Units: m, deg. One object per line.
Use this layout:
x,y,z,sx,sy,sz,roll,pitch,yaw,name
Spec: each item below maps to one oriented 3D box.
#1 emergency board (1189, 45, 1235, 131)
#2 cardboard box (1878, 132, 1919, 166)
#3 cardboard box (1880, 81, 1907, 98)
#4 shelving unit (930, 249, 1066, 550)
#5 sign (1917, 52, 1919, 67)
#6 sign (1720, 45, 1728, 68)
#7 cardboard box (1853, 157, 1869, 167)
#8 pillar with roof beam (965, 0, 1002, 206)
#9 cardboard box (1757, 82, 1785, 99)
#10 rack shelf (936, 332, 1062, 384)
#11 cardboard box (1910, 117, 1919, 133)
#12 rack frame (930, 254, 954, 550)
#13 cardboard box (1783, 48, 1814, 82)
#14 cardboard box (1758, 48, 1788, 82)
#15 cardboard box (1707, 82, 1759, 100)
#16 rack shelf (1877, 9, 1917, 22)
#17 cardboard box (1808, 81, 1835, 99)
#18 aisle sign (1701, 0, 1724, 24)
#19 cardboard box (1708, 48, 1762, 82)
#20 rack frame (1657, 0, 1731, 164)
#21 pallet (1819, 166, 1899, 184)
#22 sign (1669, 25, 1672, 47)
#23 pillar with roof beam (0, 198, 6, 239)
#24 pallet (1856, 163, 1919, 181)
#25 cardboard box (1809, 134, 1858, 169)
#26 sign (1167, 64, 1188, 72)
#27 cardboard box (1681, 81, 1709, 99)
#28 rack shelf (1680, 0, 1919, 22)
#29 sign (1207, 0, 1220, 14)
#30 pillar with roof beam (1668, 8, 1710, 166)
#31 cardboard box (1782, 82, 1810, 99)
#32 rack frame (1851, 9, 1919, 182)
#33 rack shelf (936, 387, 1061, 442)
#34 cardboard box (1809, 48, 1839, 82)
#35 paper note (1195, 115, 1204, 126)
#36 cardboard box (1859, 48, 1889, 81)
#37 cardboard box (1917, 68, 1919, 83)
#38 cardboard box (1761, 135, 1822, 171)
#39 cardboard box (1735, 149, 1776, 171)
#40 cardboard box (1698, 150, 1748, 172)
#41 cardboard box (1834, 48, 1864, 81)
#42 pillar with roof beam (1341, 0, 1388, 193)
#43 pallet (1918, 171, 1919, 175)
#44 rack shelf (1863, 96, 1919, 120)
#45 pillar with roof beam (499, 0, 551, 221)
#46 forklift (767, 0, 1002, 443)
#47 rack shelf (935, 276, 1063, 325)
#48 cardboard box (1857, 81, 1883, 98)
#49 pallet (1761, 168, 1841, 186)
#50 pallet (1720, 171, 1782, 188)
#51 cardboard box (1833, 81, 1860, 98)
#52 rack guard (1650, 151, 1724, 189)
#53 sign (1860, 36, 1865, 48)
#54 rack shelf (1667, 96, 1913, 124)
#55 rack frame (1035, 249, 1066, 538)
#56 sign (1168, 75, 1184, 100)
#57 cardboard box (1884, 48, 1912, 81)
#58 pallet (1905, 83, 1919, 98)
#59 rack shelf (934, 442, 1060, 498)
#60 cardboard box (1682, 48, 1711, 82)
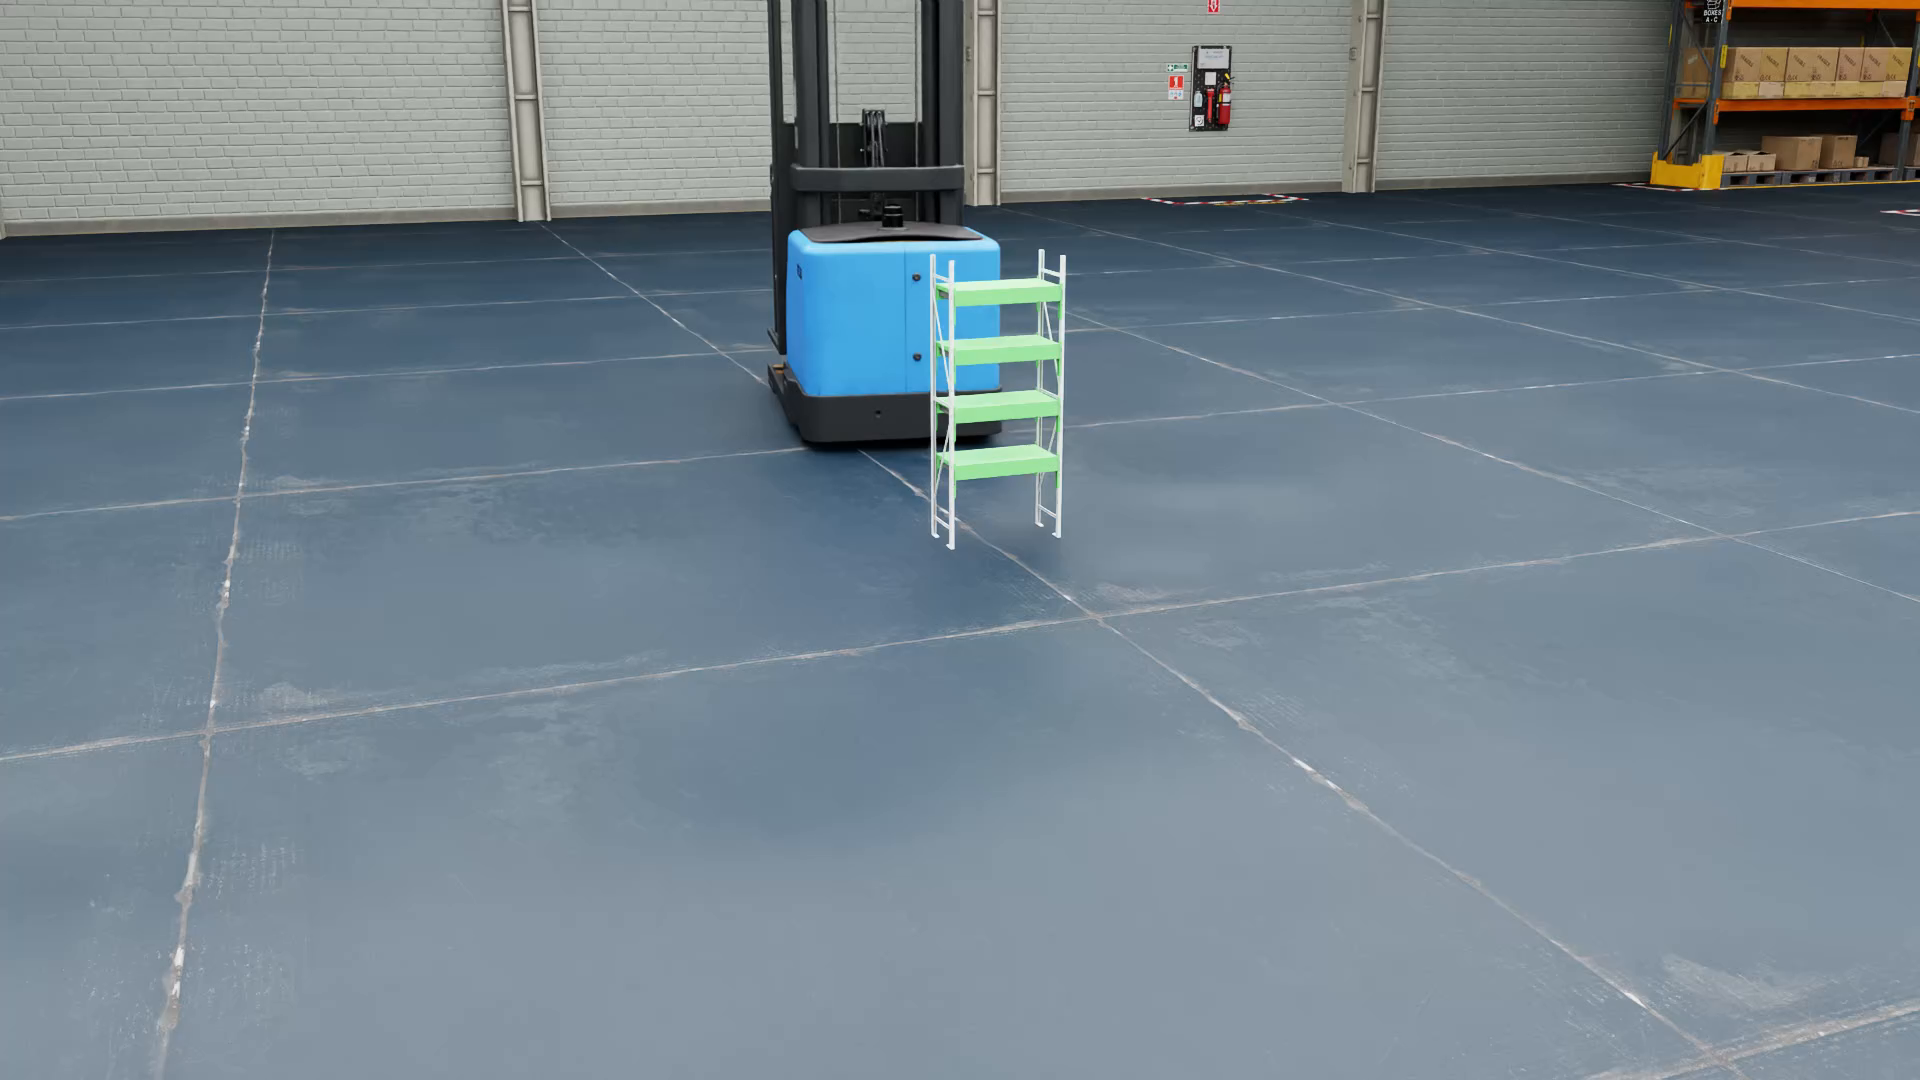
3.594,-6.382,23.508,0.643,1.169,0.194,-6,17,-20,emergency board
15.590,-6.422,27.298,0.500,0.500,0.700,-6,17,-18,cardboard box
14.575,-7.141,26.324,0.500,0.250,0.500,-6,17,-20,cardboard box
0.155,-0.592,6.986,0.503,1.200,0.258,-6,17,-20,shelving unit
15.110,-7.605,26.134,0.005,0.325,0.100,-6,17,-20,sign
11.368,-7.201,24.758,0.005,0.325,0.100,-6,17,-20,sign
14.420,-6.121,26.866,0.250,0.166,0.380,-9,18,-27,cardboard box
1.853,-7.762,17.559,0.400,9.000,9.100,-6,17,-20,pillar with roof beam
12.223,-6.887,25.459,0.500,0.250,0.500,-7,18,-22,cardboard box
0.155,-0.761,6.936,0.480,0.148,0.258,-6,17,-20,rack shelf
16.000,-6.827,27.346,0.500,0.250,0.500,-7,18,-21,cardboard box
-0.073,-0.568,6.902,0.015,1.200,0.240,-6,17,-20,rack frame
12.677,-7.292,25.506,0.500,0.500,0.500,-7,18,-22,cardboard box
12.192,-7.242,25.334,0.500,0.500,0.500,-6,17,-20,cardboard box
11.743,-6.831,25.268,0.500,0.250,0.500,-7,18,-22,cardboard box
16.776,-8.627,27.105,4.000,0.370,1.077,-6,17,-20,rack shelf
13.173,-6.988,25.800,0.500,0.250,0.500,-6,17,-20,cardboard box
11.214,-8.089,24.707,0.004,0.787,0.394,-6,17,-20,aisle sign
11.727,-7.194,25.174,0.500,0.500,0.500,-6,17,-20,cardboard box
11.174,-6.928,25.366,0.127,3.000,1.000,-6,17,-20,rack frame
14.294,-5.916,26.870,1.213,0.211,1.003,-6,17,-20,pallet
10.994,-7.783,25.663,0.005,0.325,0.100,-6,17,-20,sign
-9.353,-6.552,13.440,0.400,9.000,9.100,-6,17,-20,pillar with roof beam
15.635,-6.072,27.401,1.213,0.211,1.003,-6,17,-20,pallet
13.954,-6.228,26.638,0.500,0.500,0.500,-8,18,-24,cardboard box
3.048,-6.623,23.324,0.331,0.109,0.001,-6,17,-20,sign
11.541,-6.964,25.719,0.500,0.250,0.500,-6,17,-19,cardboard box
13.041,-8.224,25.732,4.000,0.370,1.077,-6,17,-20,rack shelf
3.551,-7.520,23.267,0.199,0.298,0.001,-6,17,-20,sign
13.058,-8.972,21.679,0.400,9.000,9.100,-6,17,-20,pillar with roof beam
12.701,-6.937,25.628,0.500,0.250,0.500,-6,18,-21,cardboard box
14.909,-7.331,26.740,0.127,3.000,1.000,-6,17,-20,rack frame
0.155,-0.531,7.004,0.480,0.148,0.258,-6,17,-20,rack shelf
13.155,-7.347,25.694,0.500,0.500,0.500,-6,17,-18,cardboard box
3.404,-5.960,23.633,0.142,0.148,0.016,-6,17,-20,paper note
14.114,-7.448,26.036,0.500,0.500,0.500,-6,17,-20,cardboard box
15.396,-7.633,26.808,0.500,0.500,0.700,-6,17,-20,cardboard box
13.087,-6.104,26.216,0.500,0.500,0.700,-7,18,-24,cardboard box
12.384,-5.952,26.036,0.500,0.311,0.500,-5,17,-15,cardboard box
11.852,-5.895,25.840,0.500,0.311,0.500,-8,18,-26,cardboard box
13.640,-7.400,25.873,0.500,0.500,0.500,-7,18,-22,cardboard box
7.456,-8.367,19.619,0.400,9.000,9.100,-6,17,-20,pillar with roof beam
16.776,-6.196,27.824,1.213,0.211,1.003,-6,17,-20,pallet
16.776,-7.188,27.528,4.000,0.370,1.077,-6,17,-20,rack shelf
-3.750,-7.157,15.499,0.400,9.000,9.100,-6,17,-20,pillar with roof beam
-0.570,-2.281,9.663,1.130,2.935,3.031,-3,17,-11,forklift
0.155,-0.992,6.869,0.480,0.148,0.258,-6,17,-20,rack shelf
14.107,-7.093,26.160,0.500,0.250,0.500,-6,17,-20,cardboard box
13.153,-5.792,26.448,1.213,0.211,1.003,-6,17,-20,pallet
12.016,-5.670,26.033,1.213,0.211,1.003,-6,17,-20,pallet
13.643,-7.039,25.974,0.500,0.250,0.500,-6,17,-20,cardboard box
11.245,-5.736,25.745,0.348,0.500,1.175,-6,17,-20,rack guard
14.707,-8.032,27.073,0.005,0.325,0.100,-6,17,-20,sign
13.041,-6.784,26.154,4.000,0.370,1.077,-6,17,-20,rack shelf
0.382,-0.617,7.070,0.015,1.200,0.240,-6,17,-20,rack frame
3.041,-6.371,23.405,0.234,0.329,0.001,-6,17,-20,sign
14.578,-7.500,26.213,0.500,0.500,0.500,-6,17,-20,cardboard box
15.675,-7.278,26.899,1.213,0.211,1.003,-6,17,-20,pallet
0.155,-0.301,7.072,0.480,0.148,0.258,-6,17,-20,rack shelf
11.538,-7.329,25.631,0.500,0.500,0.500,-6,18,-21,cardboard box
